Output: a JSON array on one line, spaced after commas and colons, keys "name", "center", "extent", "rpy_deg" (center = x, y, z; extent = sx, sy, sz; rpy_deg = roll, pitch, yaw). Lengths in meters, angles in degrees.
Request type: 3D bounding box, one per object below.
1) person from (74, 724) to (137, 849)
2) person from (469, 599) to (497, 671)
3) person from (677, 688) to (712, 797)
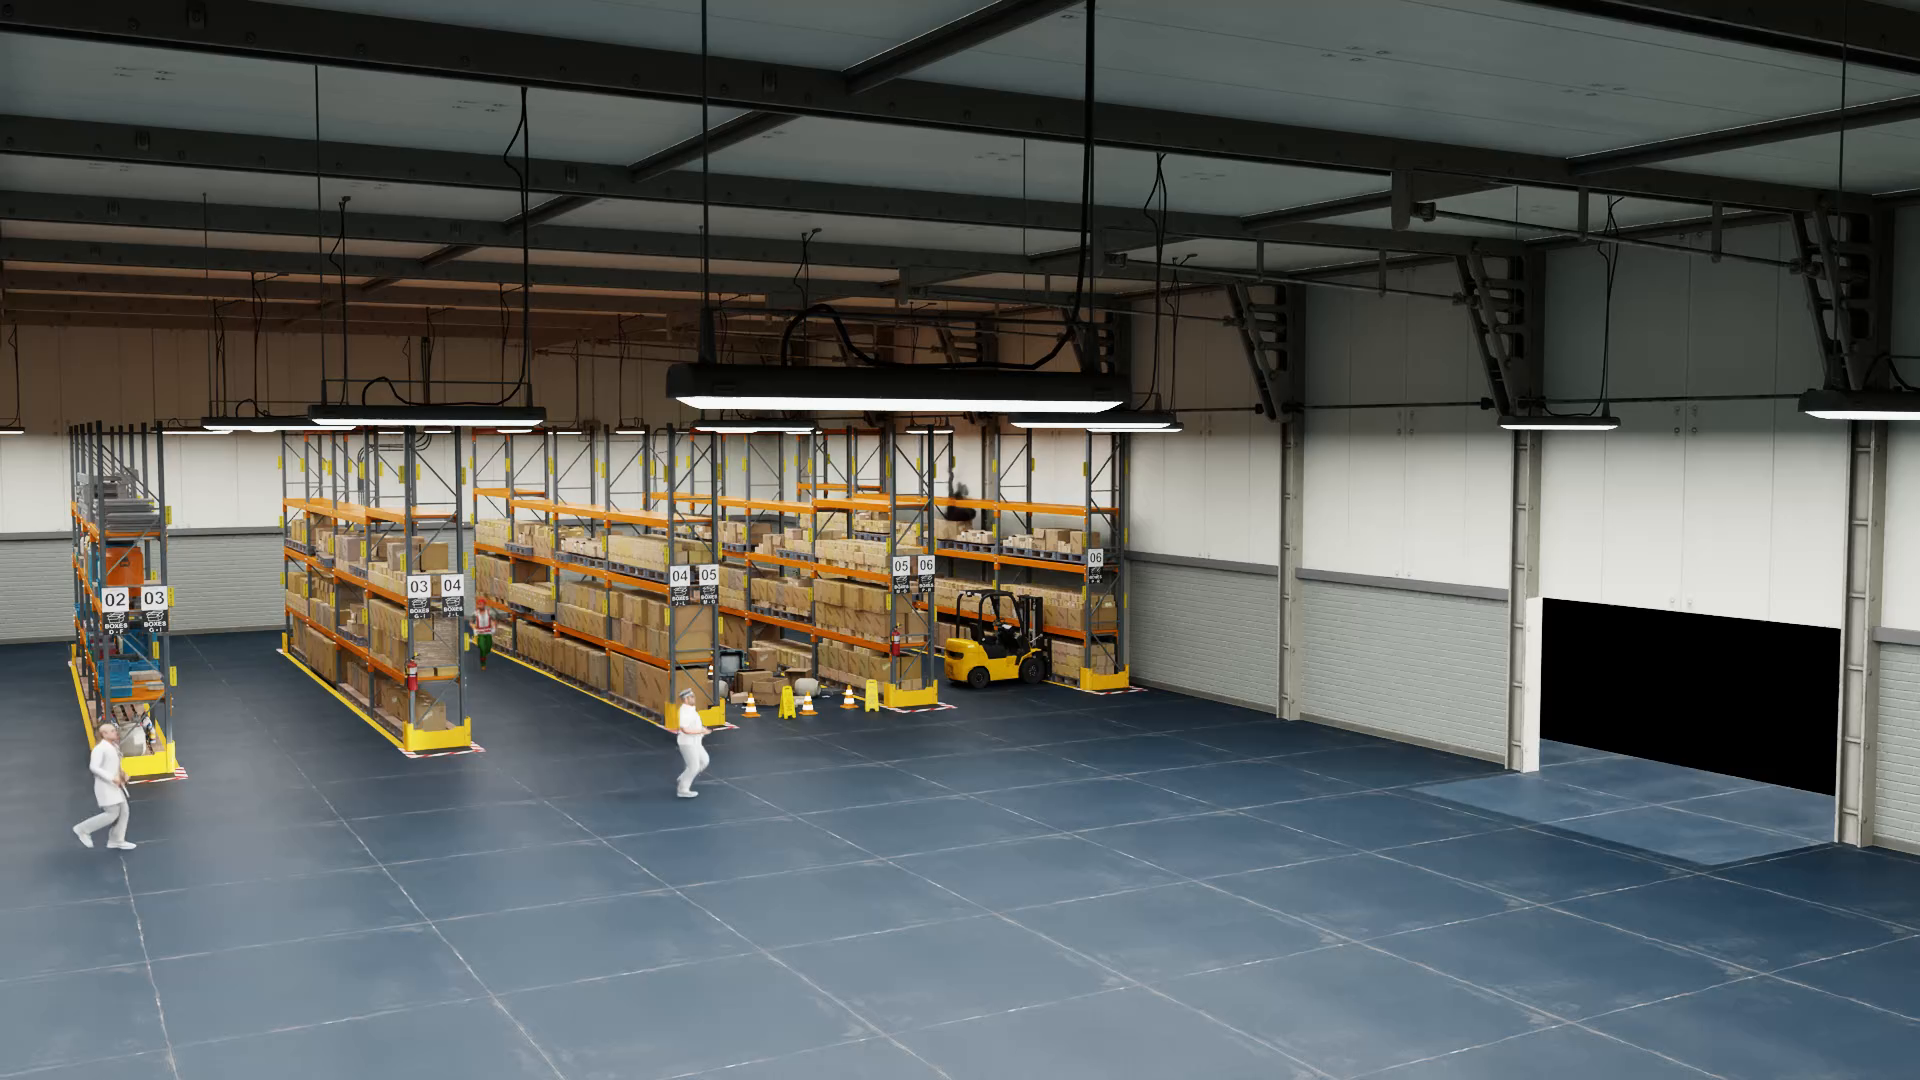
[{"name": "person", "center": [-11.864, 3.425, 23.061], "extent": [0.770, 1.765, 0.720], "rpy_deg": [-1, 4, -10]}, {"name": "person", "center": [-11.761, 2.319, 41.011], "extent": [0.657, 1.761, 0.668], "rpy_deg": [-1, 4, -22]}, {"name": "person", "center": [-4.227, 3.208, 26.450], "extent": [0.602, 1.744, 0.650], "rpy_deg": [0, 4, -1]}]
